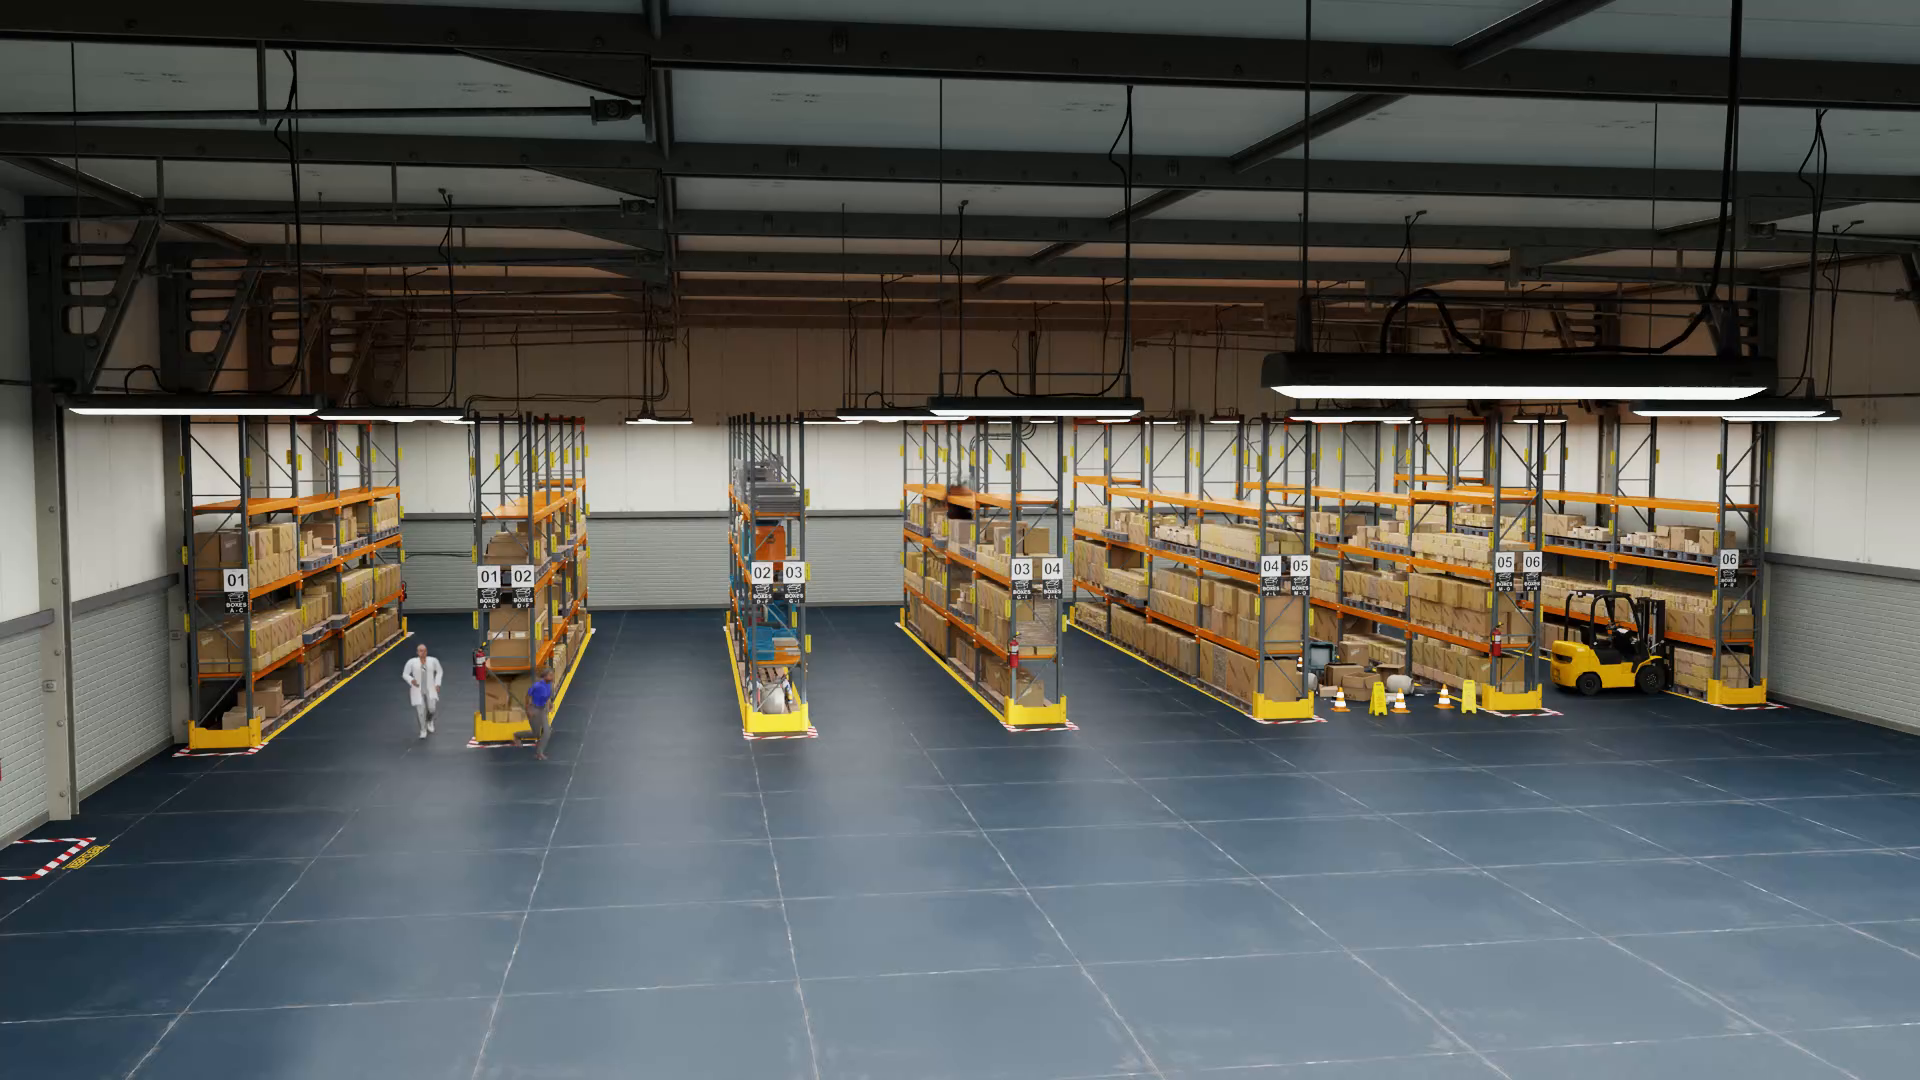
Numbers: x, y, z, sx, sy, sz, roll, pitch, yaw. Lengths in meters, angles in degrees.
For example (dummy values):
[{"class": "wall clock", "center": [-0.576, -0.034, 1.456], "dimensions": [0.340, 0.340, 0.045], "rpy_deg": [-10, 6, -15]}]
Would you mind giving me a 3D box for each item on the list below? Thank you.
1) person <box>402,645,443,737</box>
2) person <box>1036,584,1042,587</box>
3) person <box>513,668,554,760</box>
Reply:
[{"class": "person", "center": [-9.866, 2.784, 30.589], "dimensions": [0.729, 1.727, 0.648], "rpy_deg": [-2, 4, -24]}, {"class": "person", "center": [2.243, 1.665, 46.936], "dimensions": [0.743, 1.717, 0.551], "rpy_deg": [0, 4, -3]}, {"class": "person", "center": [-7.361, 2.998, 28.758], "dimensions": [0.793, 1.598, 0.567], "rpy_deg": [1, 4, 13]}]
